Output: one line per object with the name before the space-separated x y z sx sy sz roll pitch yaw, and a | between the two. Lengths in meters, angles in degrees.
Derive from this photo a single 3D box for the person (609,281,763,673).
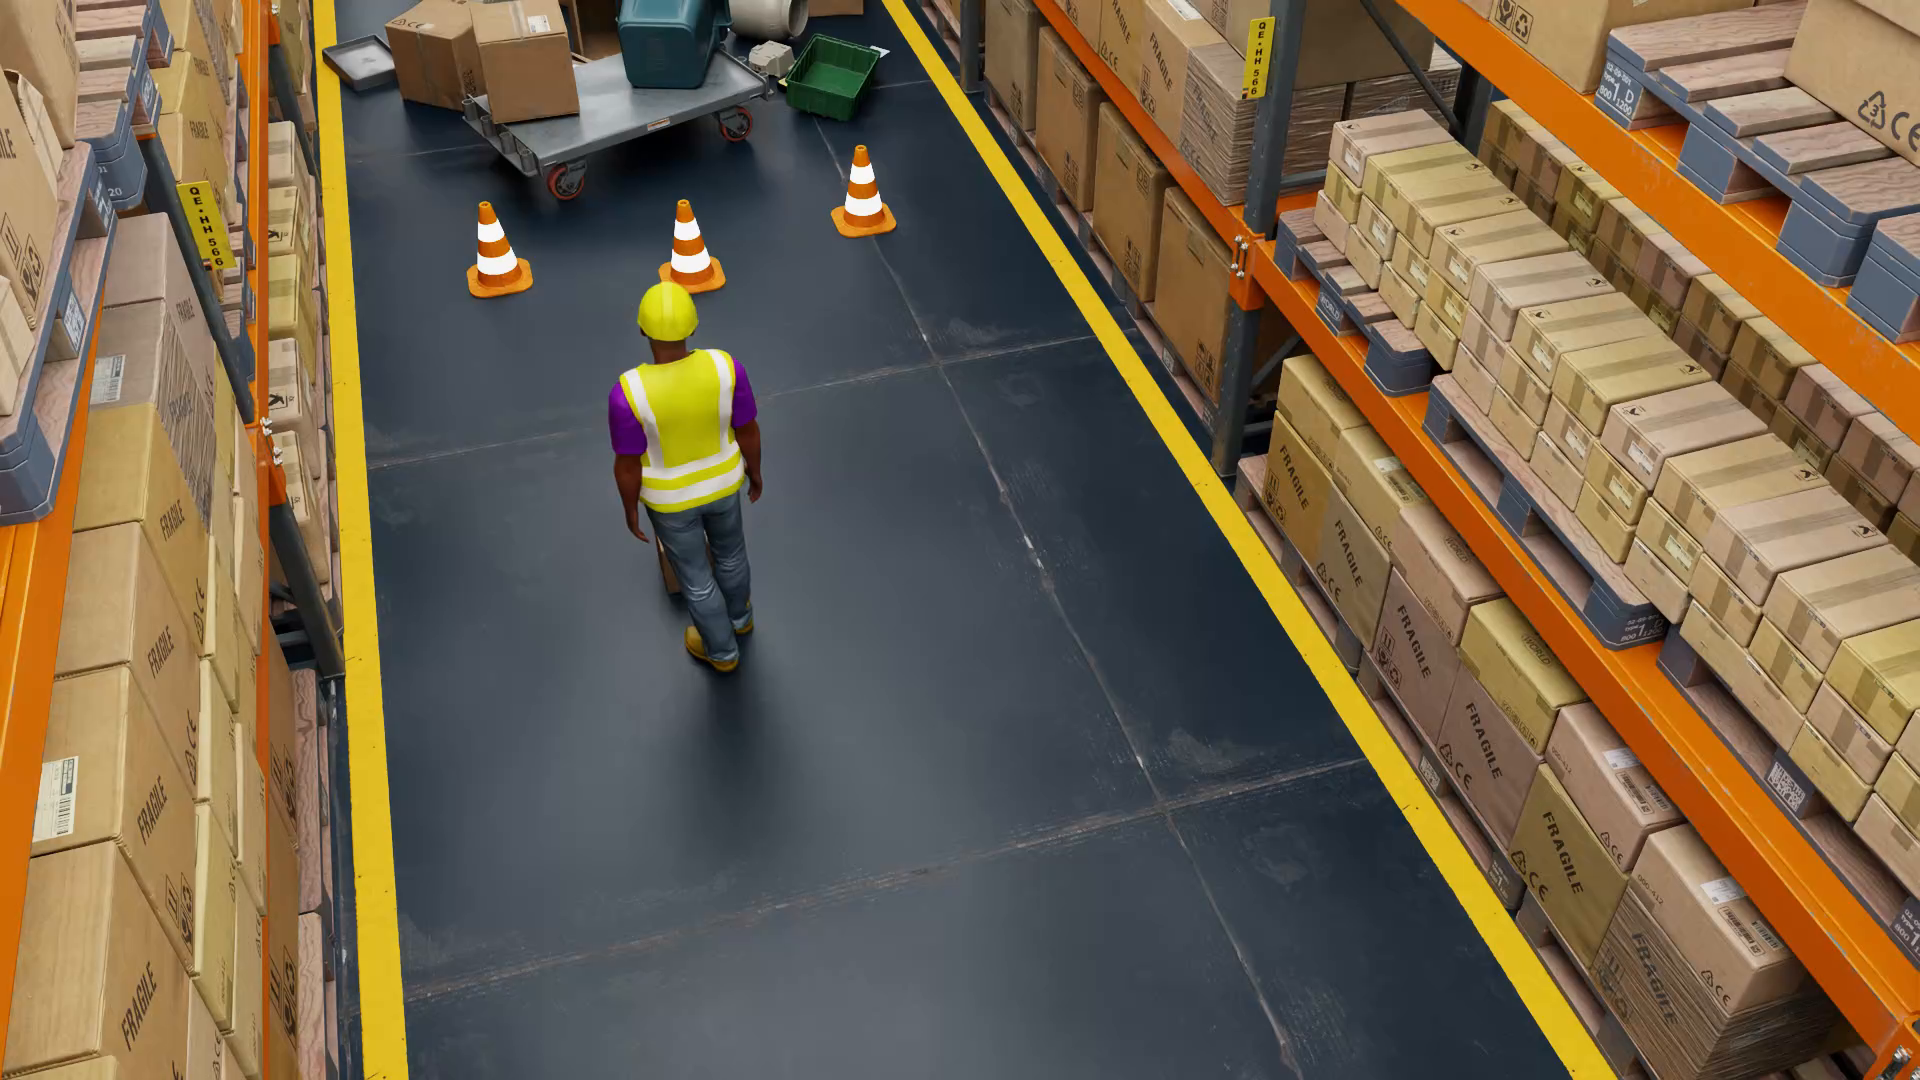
person | -1.058 -0.241 6.401 0.570 1.772 0.509 -20 46 -20
